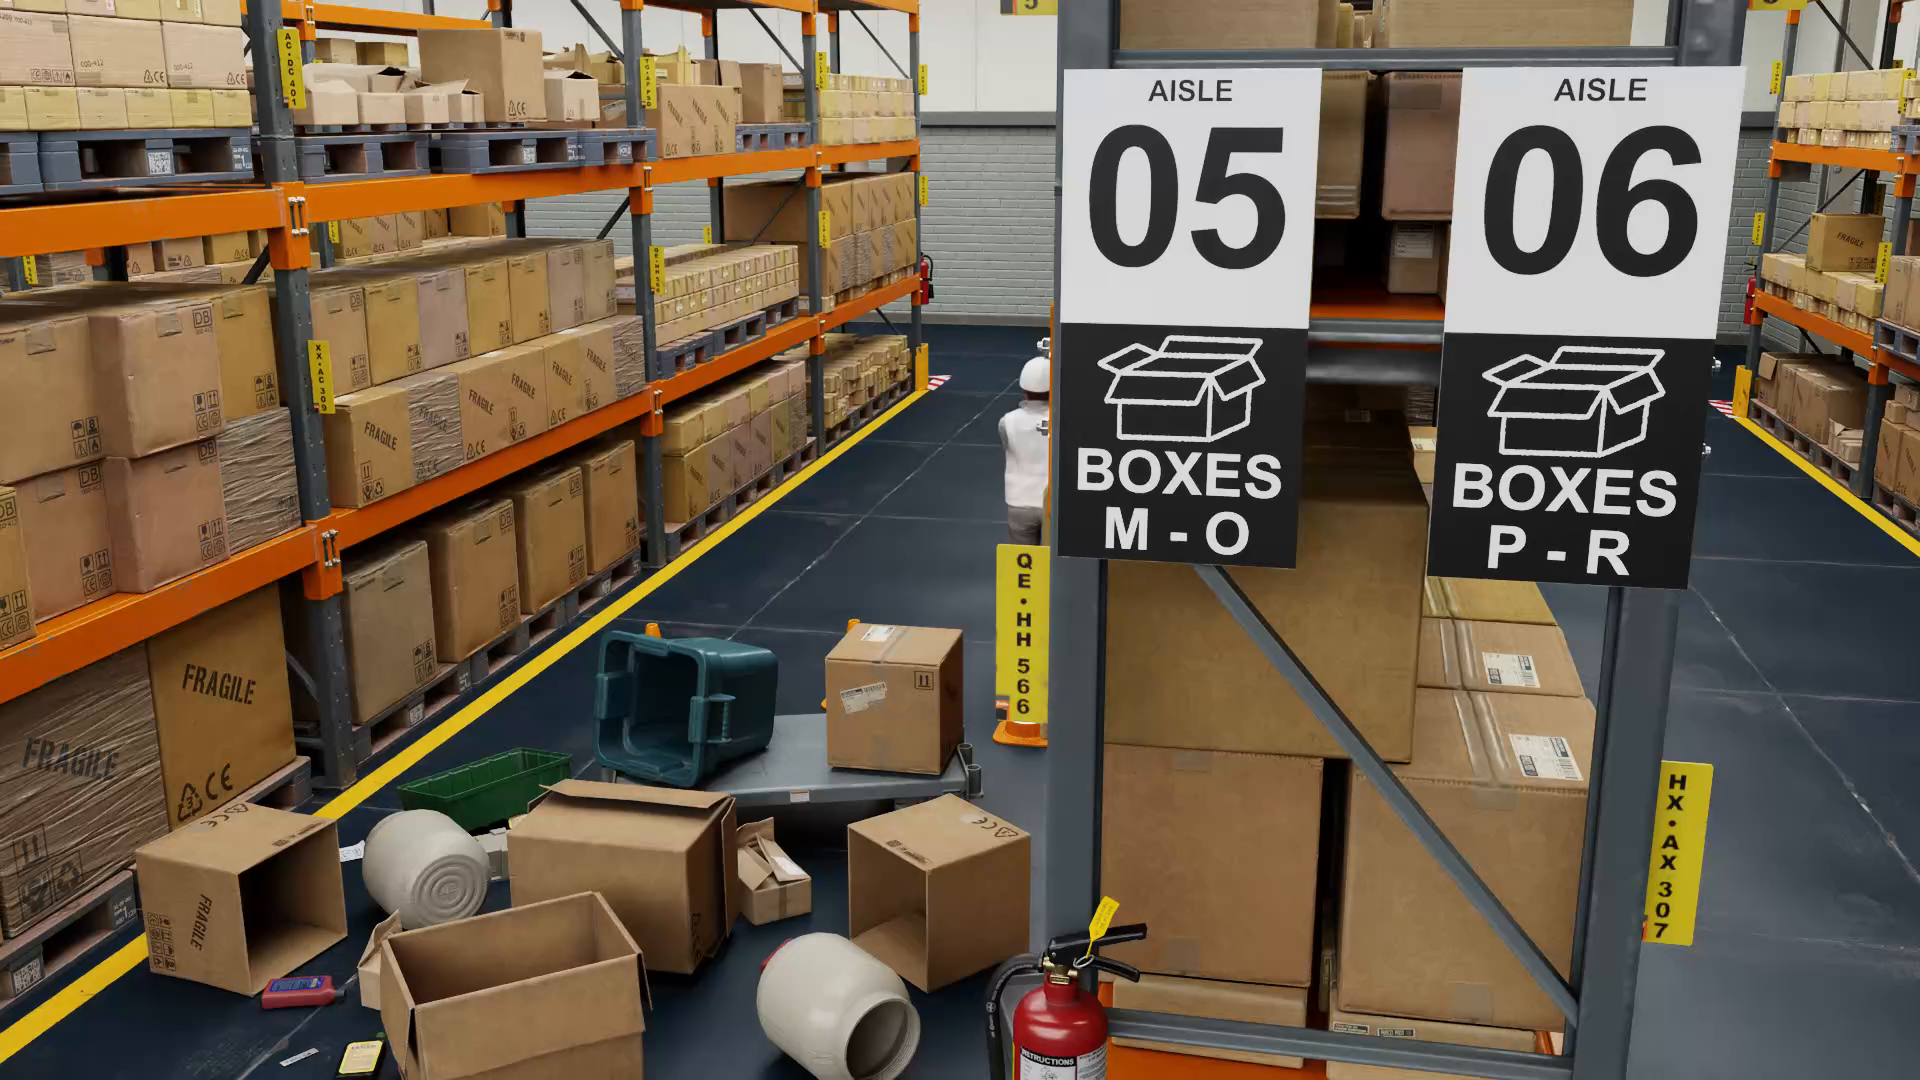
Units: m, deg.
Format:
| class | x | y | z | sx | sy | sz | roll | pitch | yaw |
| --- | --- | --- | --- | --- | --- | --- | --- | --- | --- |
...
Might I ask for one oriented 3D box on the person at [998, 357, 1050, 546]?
| class | x | y | z | sx | sy | sz | roll | pitch | yaw |
| --- | --- | --- | --- | --- | --- | --- | --- | --- | --- |
| person | 0.485 | -0.219 | 9.816 | 0.494 | 1.767 | 0.545 | 3 | 15 | 12 |
